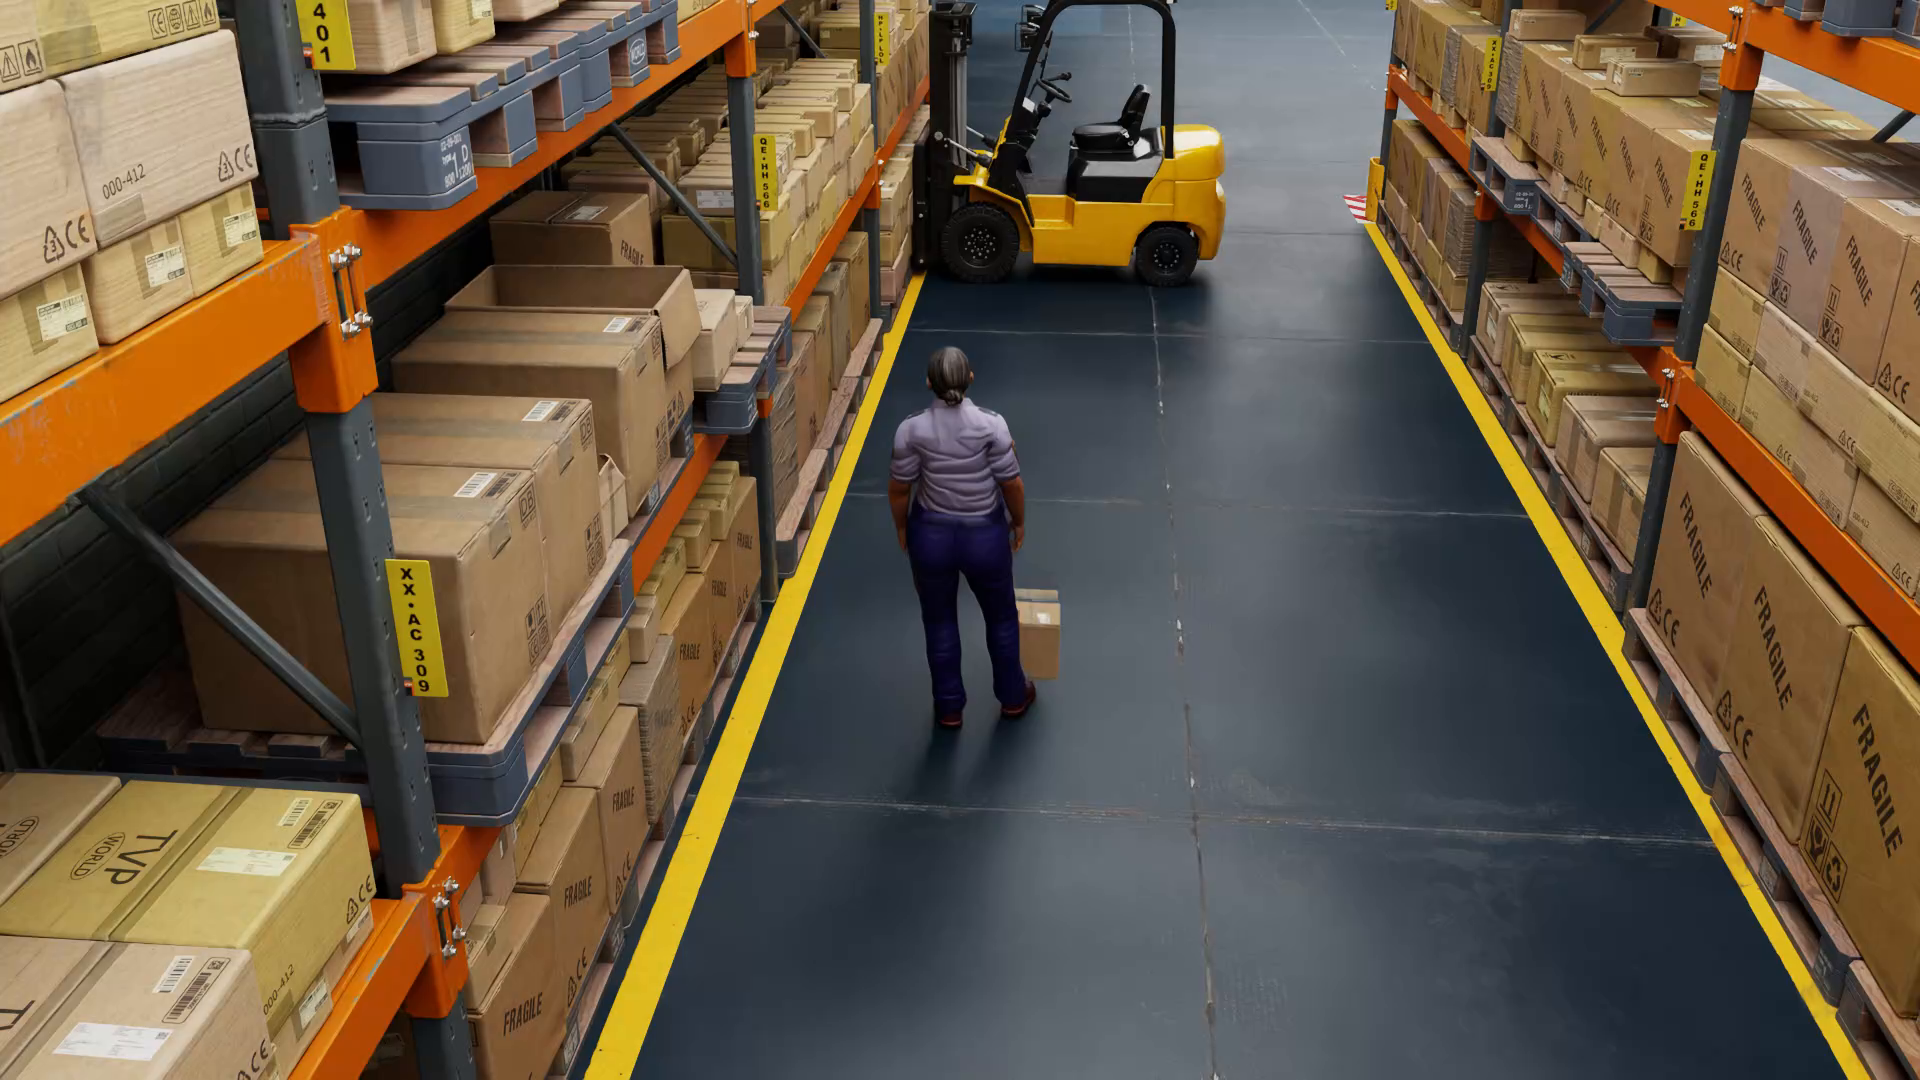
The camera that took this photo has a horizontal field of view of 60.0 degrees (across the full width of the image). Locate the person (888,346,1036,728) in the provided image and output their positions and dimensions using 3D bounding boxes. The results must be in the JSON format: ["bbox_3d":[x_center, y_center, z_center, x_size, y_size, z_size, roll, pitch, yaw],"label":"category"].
[{"bbox_3d":[0.020,-0.021,6.658,0.587,1.639,0.506,2,25,4],"label":"person"}]
